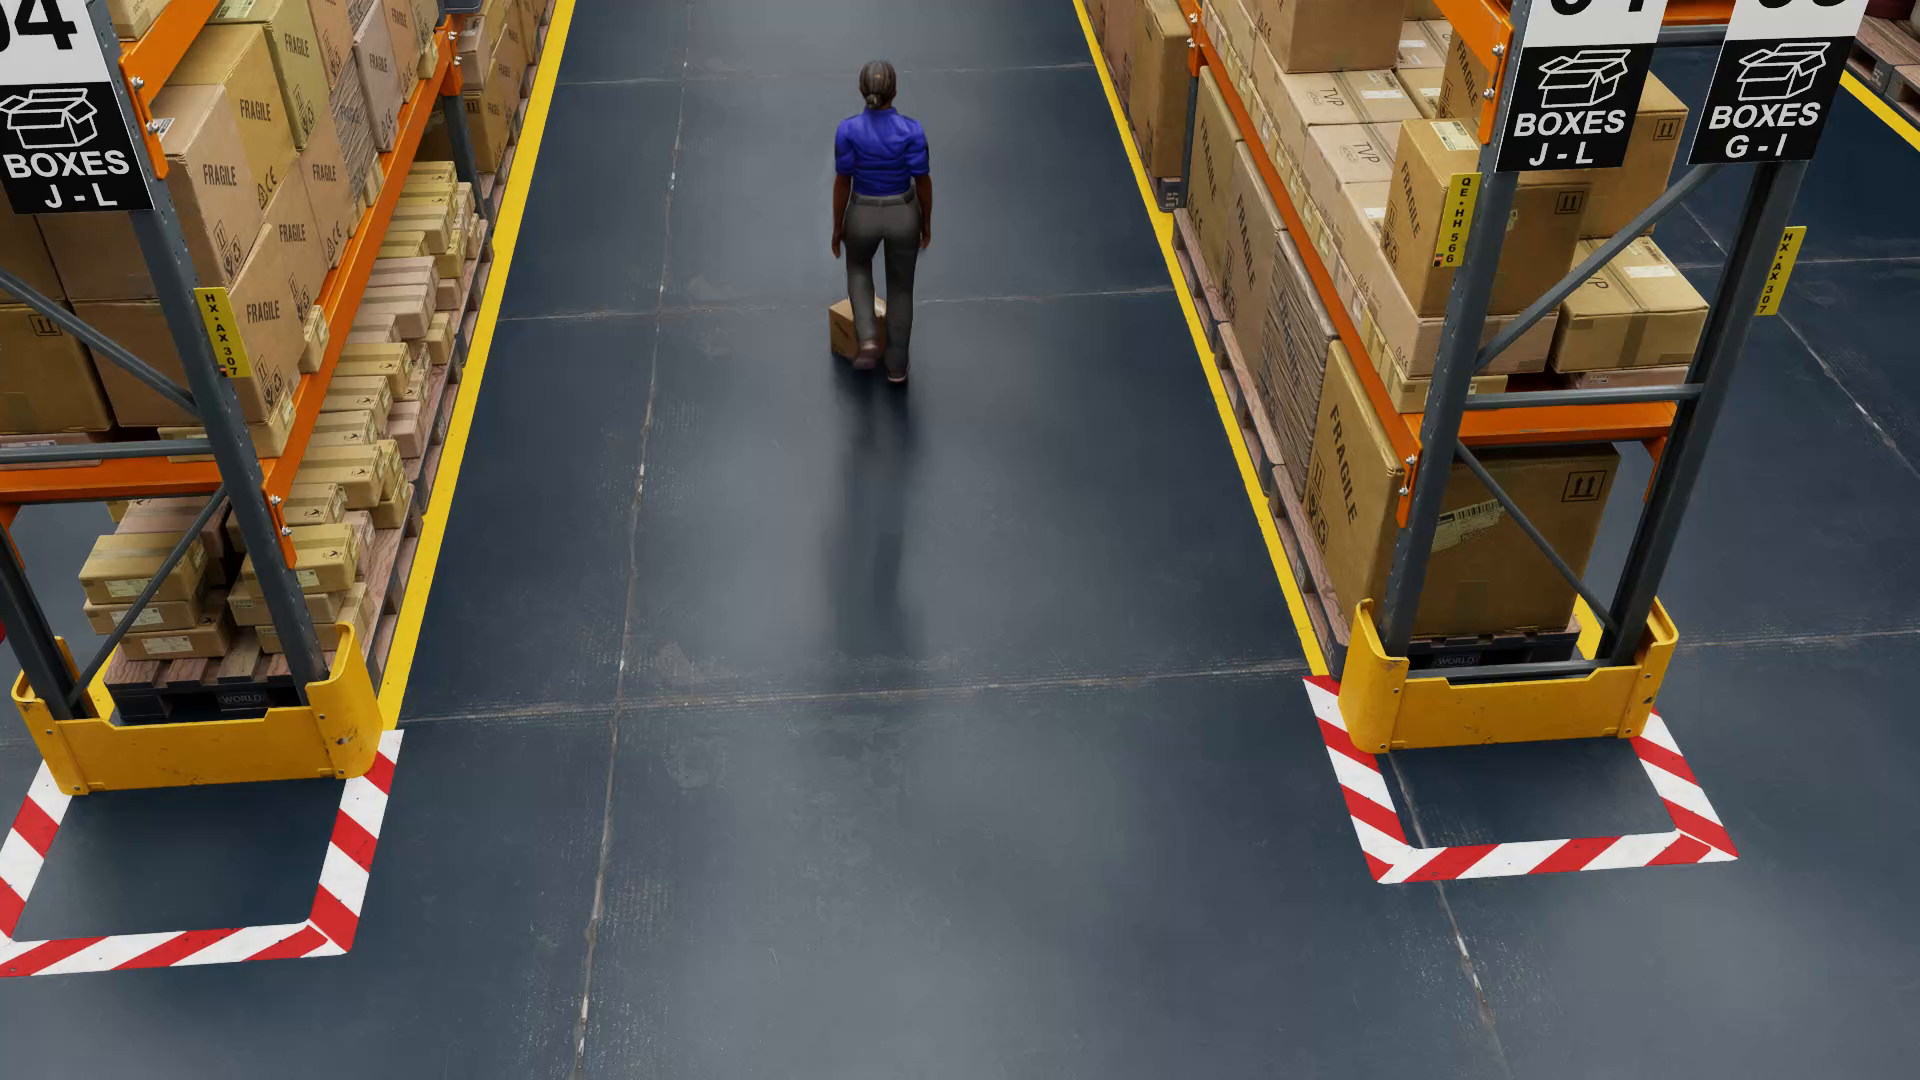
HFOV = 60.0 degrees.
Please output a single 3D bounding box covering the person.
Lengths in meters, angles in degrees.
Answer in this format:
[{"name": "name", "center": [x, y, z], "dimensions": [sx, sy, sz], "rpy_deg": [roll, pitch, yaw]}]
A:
[{"name": "person", "center": [-0.370, -1.536, 8.000], "dimensions": [0.484, 1.668, 0.426], "rpy_deg": [2, 39, 2]}]
